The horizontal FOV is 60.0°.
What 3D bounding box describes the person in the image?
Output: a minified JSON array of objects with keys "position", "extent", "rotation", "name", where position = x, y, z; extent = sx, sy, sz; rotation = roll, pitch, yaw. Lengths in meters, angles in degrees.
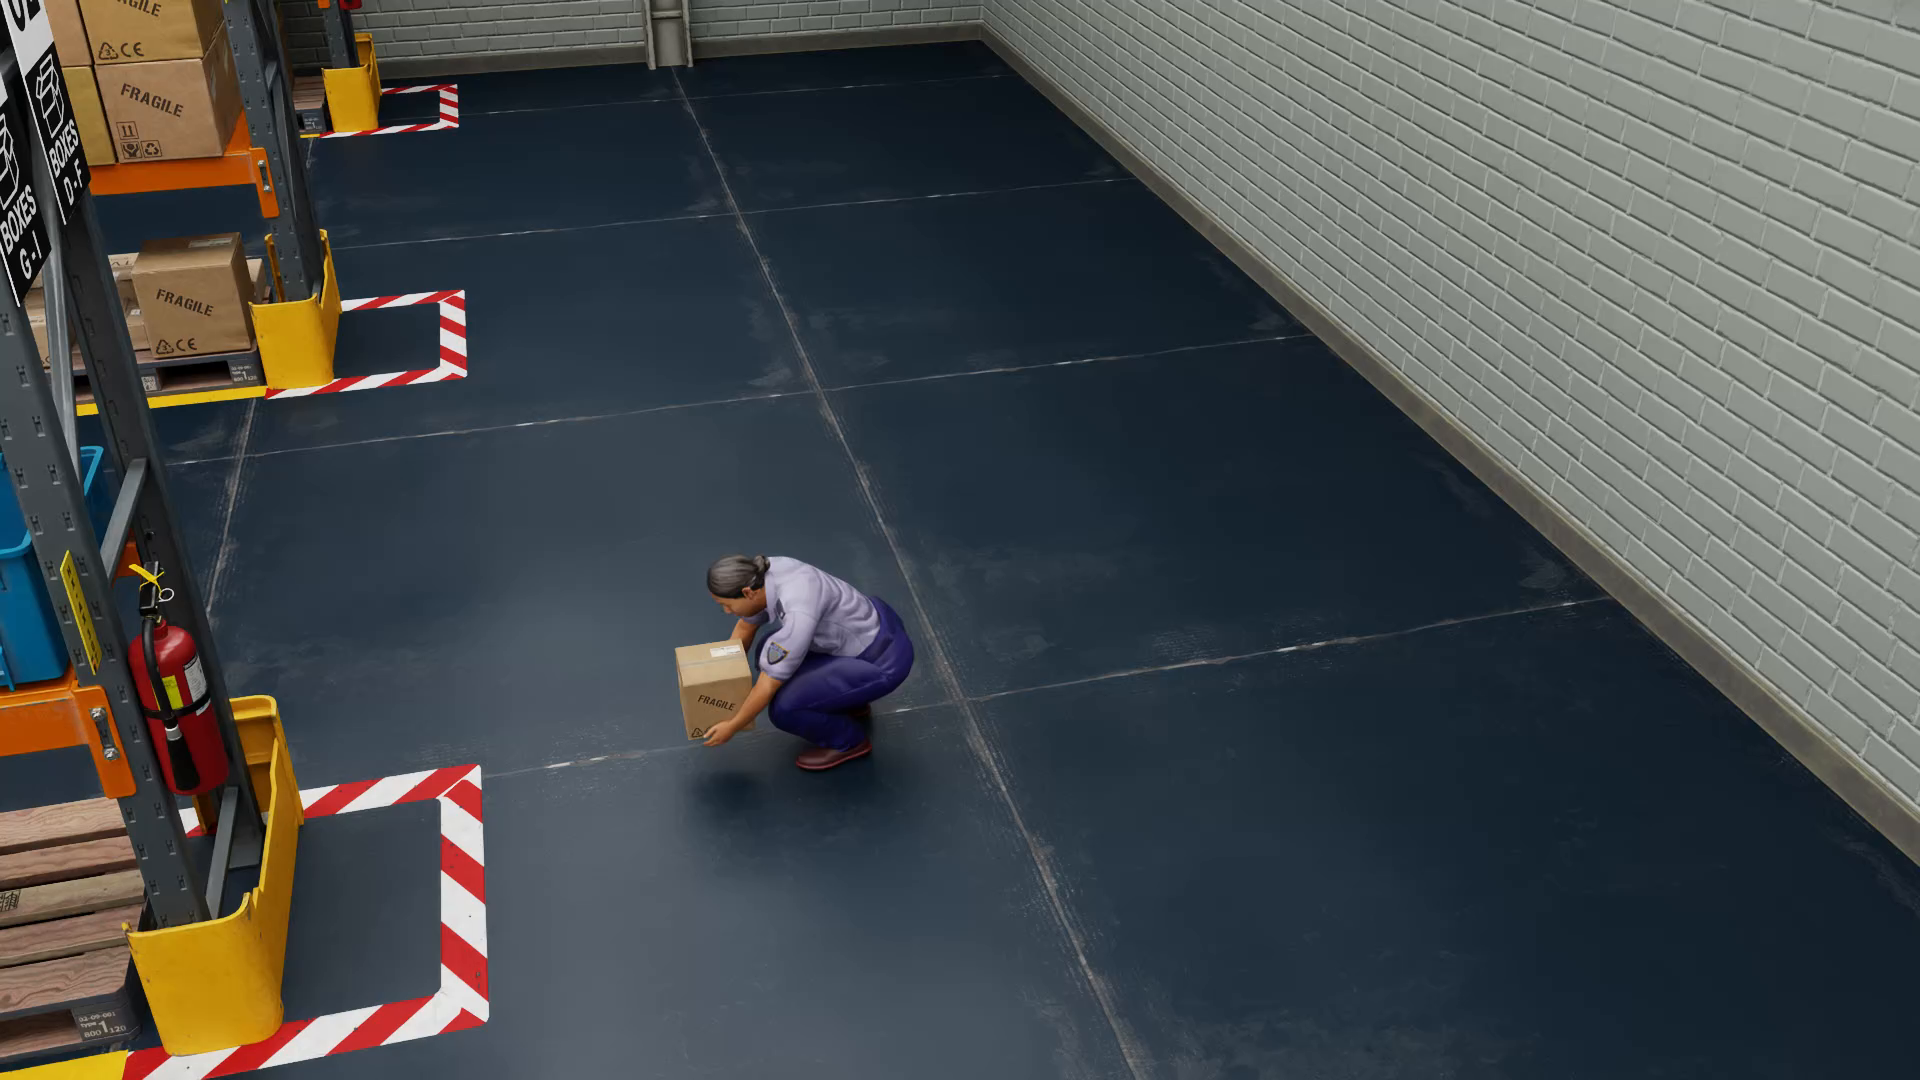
[{"position":[-0.585,0.405,6.197],"extent":[0.827,0.910,0.536],"rotation":[-8,31,-13],"name":"person"}]
